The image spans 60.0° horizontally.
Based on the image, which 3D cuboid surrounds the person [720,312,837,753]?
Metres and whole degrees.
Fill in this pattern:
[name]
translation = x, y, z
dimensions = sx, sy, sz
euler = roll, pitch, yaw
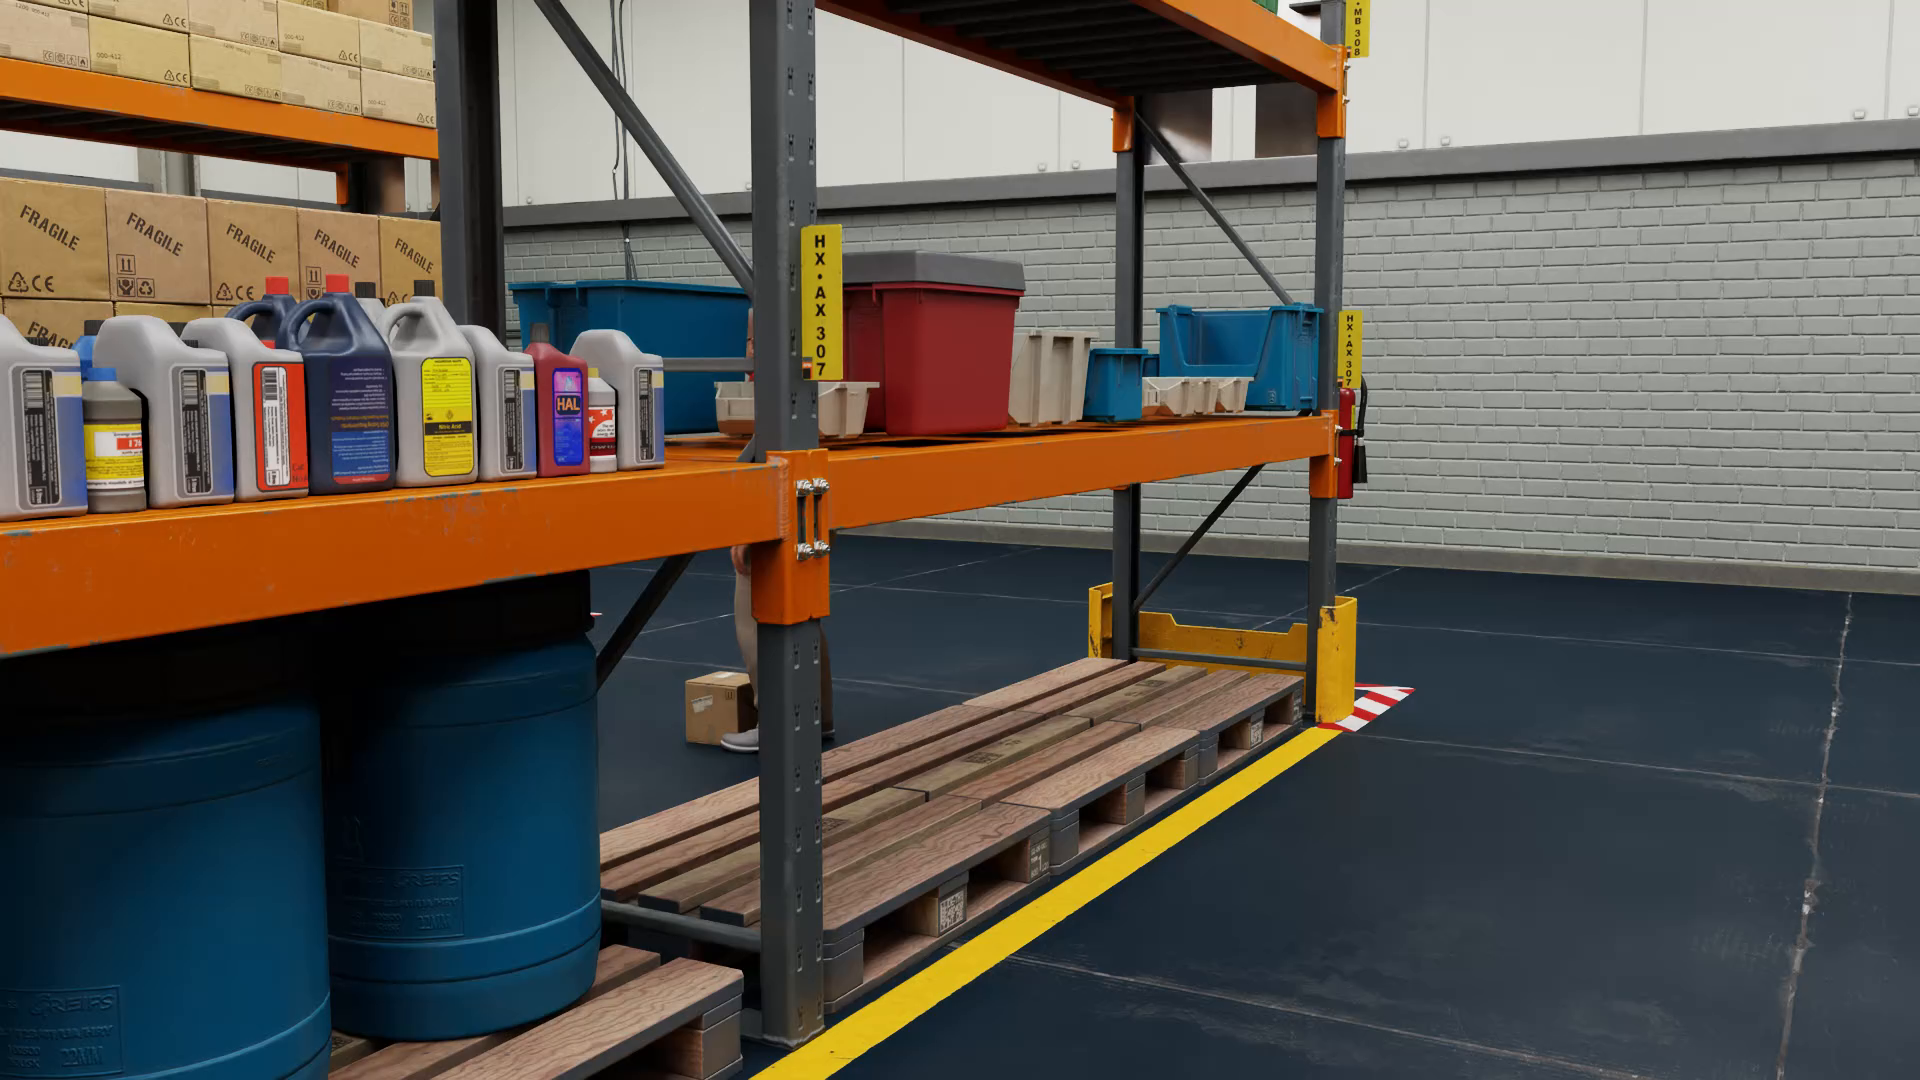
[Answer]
[person]
translation = -0.711, -0.037, 6.565
dimensions = 0.393, 1.726, 0.601
euler = 3, 7, 25
